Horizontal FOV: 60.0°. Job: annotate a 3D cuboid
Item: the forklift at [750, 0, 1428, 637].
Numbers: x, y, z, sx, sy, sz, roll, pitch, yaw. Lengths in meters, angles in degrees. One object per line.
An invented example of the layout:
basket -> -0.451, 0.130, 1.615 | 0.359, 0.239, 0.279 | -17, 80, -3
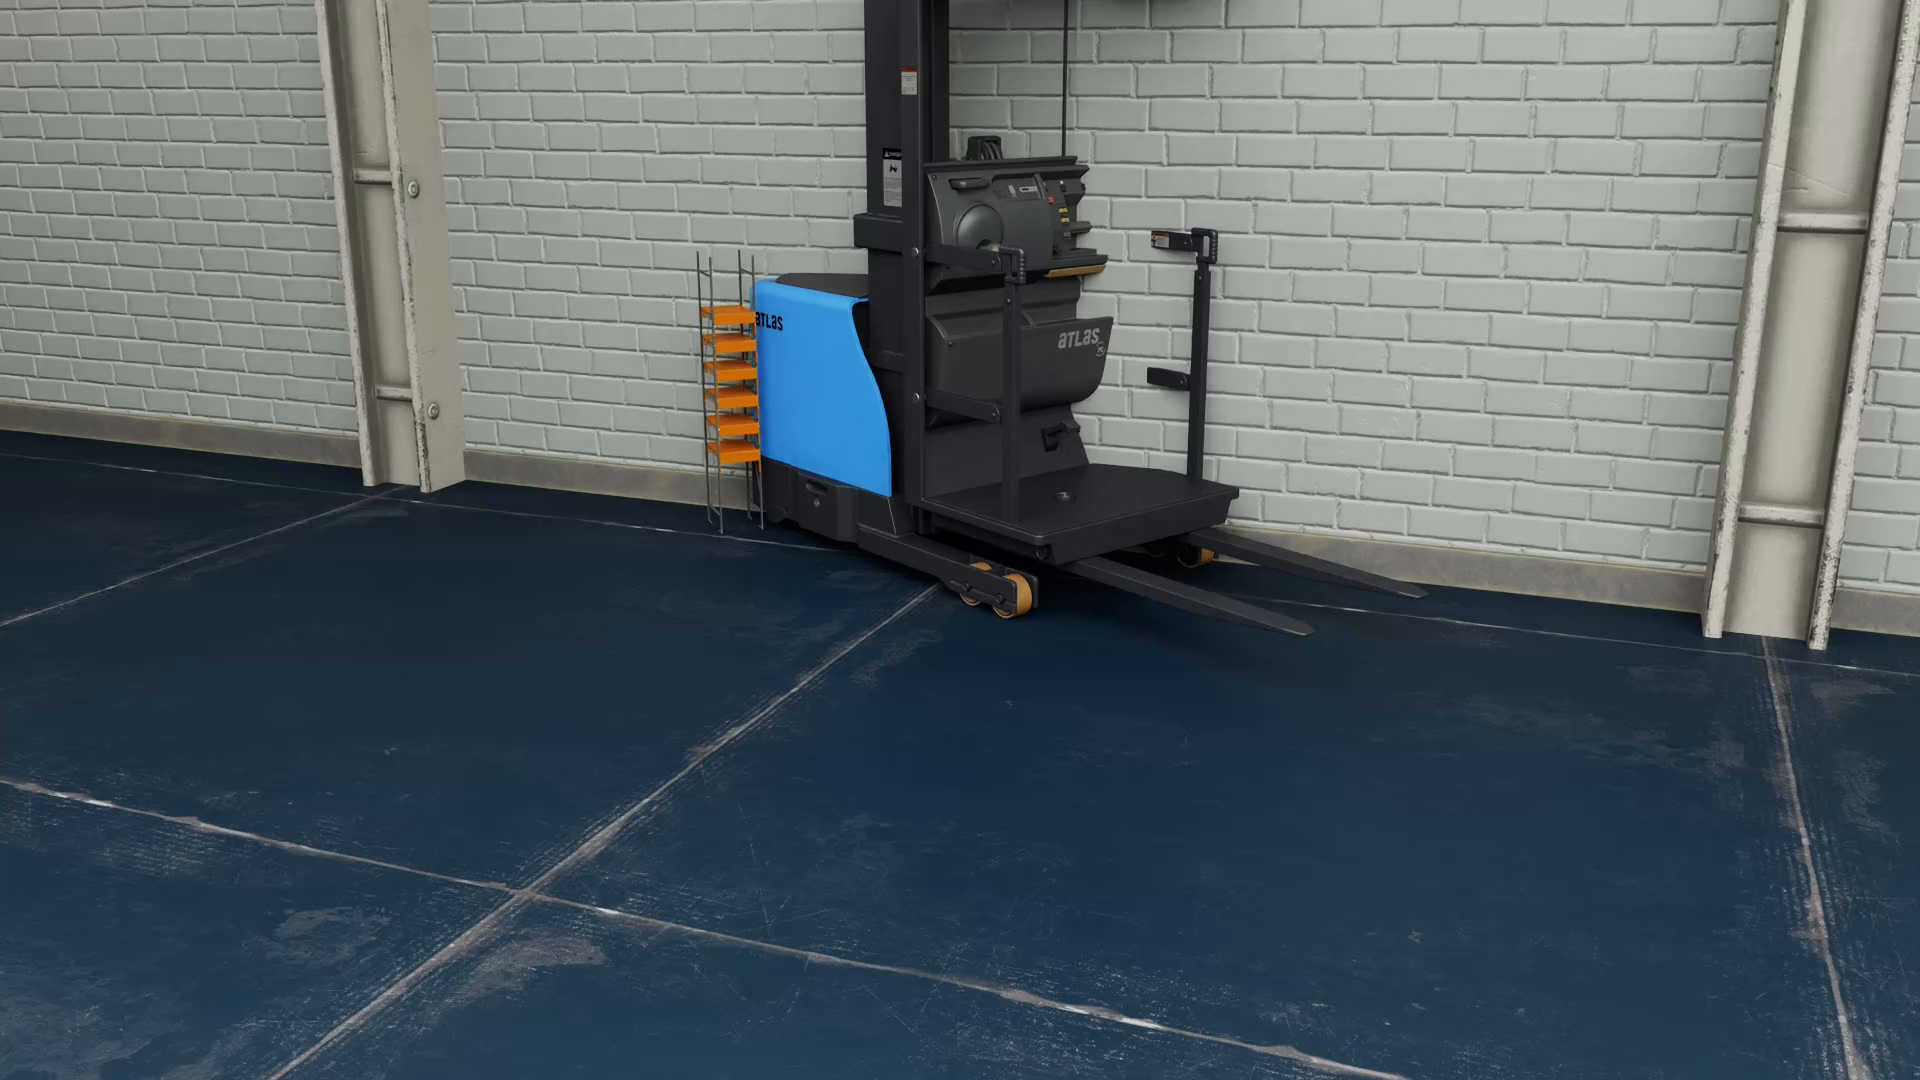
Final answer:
forklift -> 0.396, -1.274, 6.304 | 1.130, 2.935, 3.031 | -13, 21, -38

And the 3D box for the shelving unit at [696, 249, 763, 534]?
shelving unit -> -1.000, -0.643, 7.235 | 0.189, 1.200, 0.258 | -7, 17, -21

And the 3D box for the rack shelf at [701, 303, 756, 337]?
rack shelf -> -1.000, -0.946, 7.147 | 0.180, 0.103, 0.258 | -7, 17, -21

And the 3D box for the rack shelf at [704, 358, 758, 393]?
rack shelf -> -1.000, -0.715, 7.214 | 0.180, 0.103, 0.258 | -7, 17, -21

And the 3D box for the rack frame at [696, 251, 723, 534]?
rack frame -> -1.084, -0.633, 7.201 | 0.006, 1.200, 0.240 | -7, 17, -21

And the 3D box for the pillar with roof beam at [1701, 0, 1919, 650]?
pillar with roof beam -> 1.335, -2.878, 0.947 | 0.400, 9.000, 9.100 | 6, 17, 21

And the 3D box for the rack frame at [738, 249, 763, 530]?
rack frame -> -0.915, -0.652, 7.268 | 0.006, 1.200, 0.240 | -7, 17, -21

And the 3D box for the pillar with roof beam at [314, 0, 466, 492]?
pillar with roof beam -> -4.246, -3.492, 3.061 | 0.400, 9.000, 9.100 | 6, 17, 21

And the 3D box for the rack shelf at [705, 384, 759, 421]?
rack shelf -> -1.000, -0.600, 7.247 | 0.180, 0.103, 0.258 | -7, 17, -21

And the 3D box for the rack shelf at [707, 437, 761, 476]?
rack shelf -> -1.000, -0.369, 7.314 | 0.180, 0.103, 0.258 | -7, 17, -21

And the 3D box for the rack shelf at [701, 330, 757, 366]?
rack shelf -> -1.000, -0.830, 7.180 | 0.180, 0.103, 0.258 | -7, 17, -21

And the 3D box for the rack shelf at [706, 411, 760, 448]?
rack shelf -> -1.000, -0.485, 7.281 | 0.180, 0.103, 0.258 | -7, 17, -21
